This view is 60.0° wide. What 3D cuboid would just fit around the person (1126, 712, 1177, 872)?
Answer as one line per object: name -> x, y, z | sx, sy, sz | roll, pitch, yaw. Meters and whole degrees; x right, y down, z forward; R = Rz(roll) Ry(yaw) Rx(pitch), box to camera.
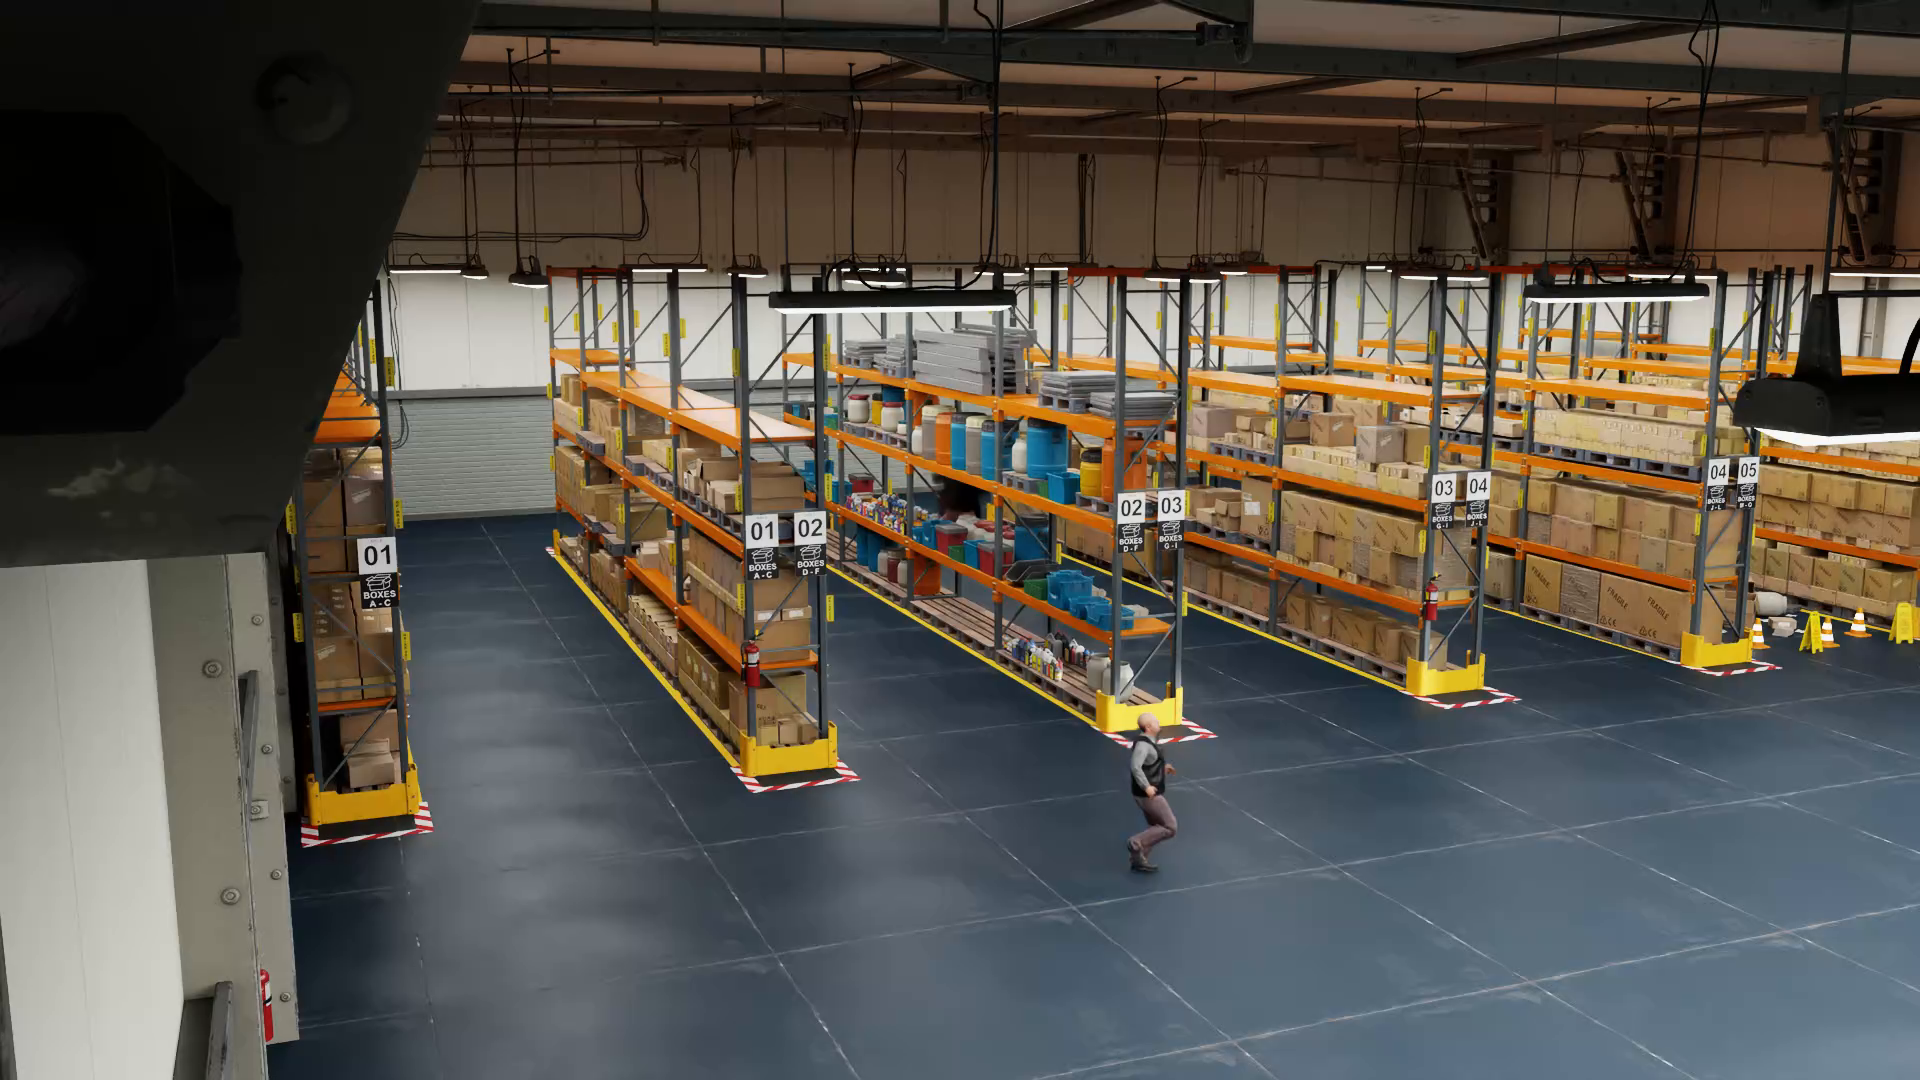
person -> 1.959, 2.582, 16.986 | 0.523, 1.679, 0.715 | 1, 10, 5
